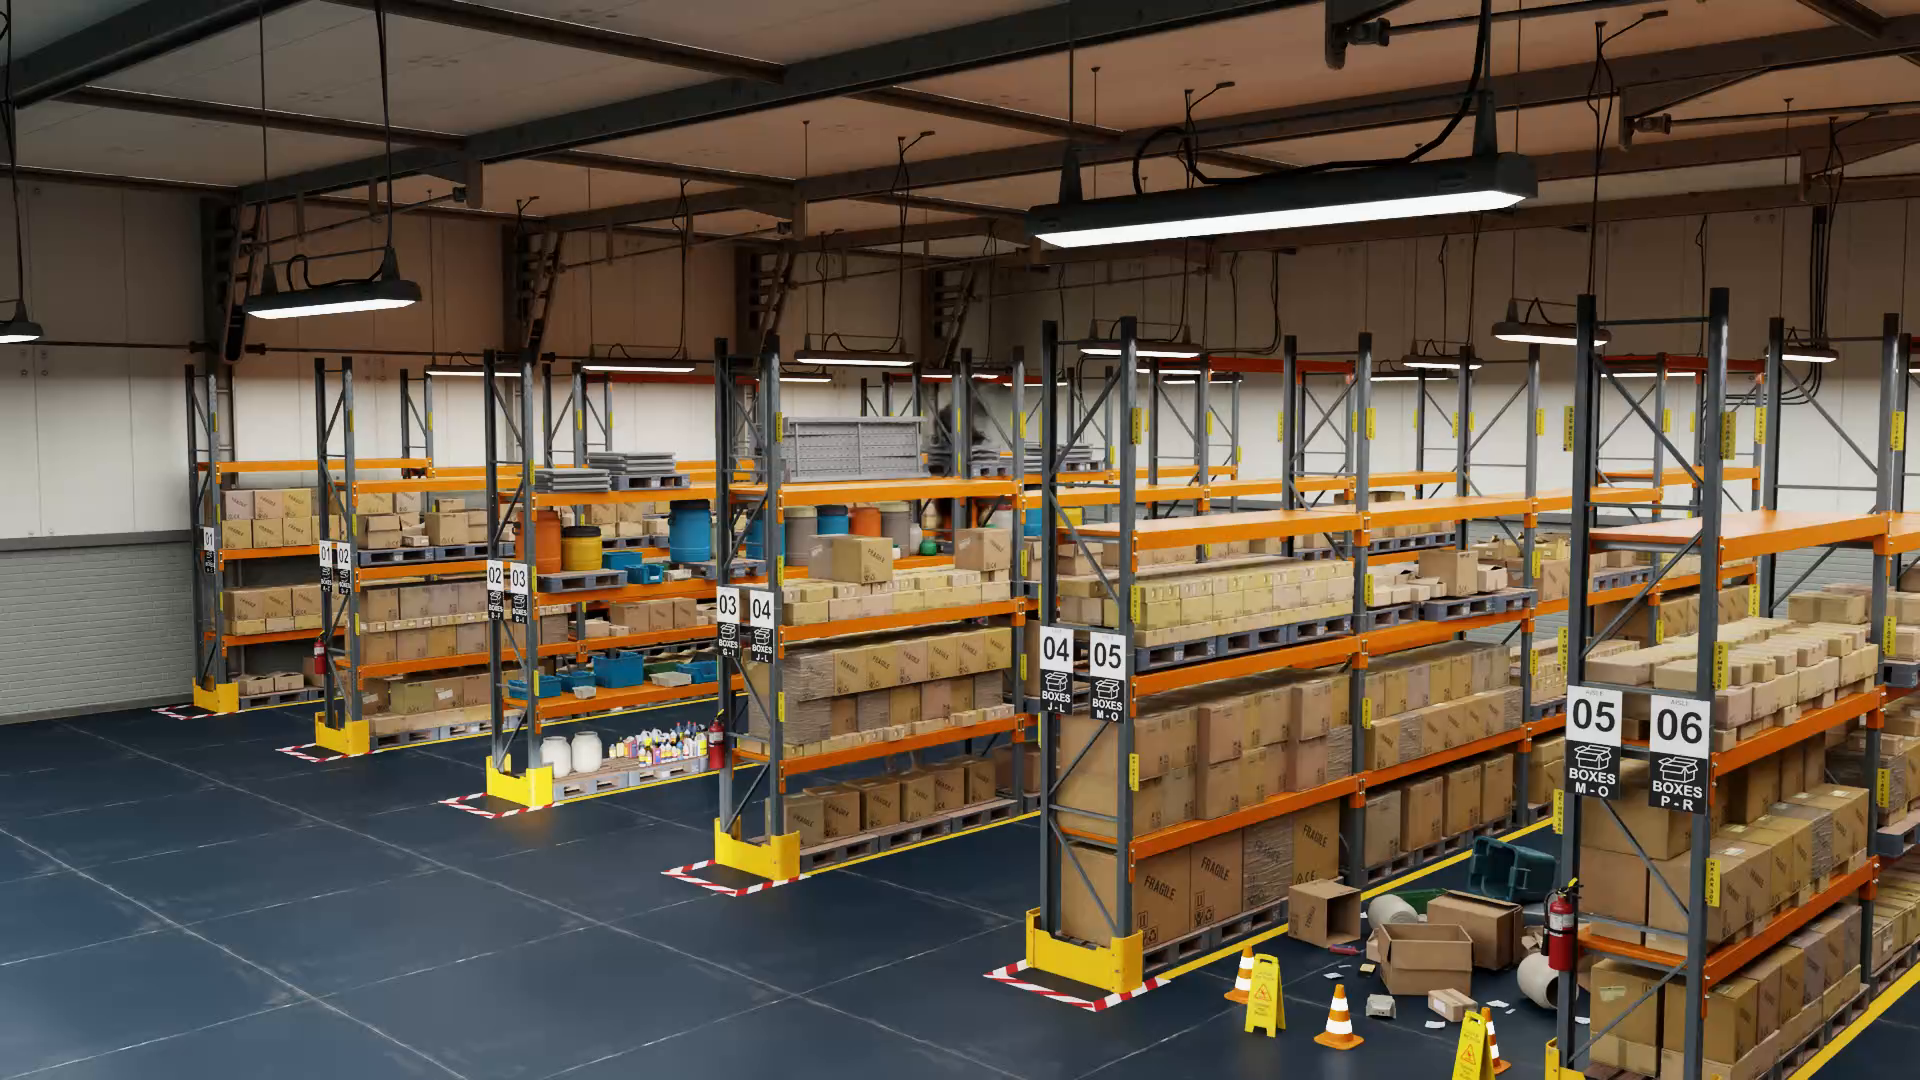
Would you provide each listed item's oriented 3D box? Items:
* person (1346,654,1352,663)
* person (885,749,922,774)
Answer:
[{"bbox_3d":[5.757,2.480,24.455,0.578,1.620,0.567,3,6,38],"label":"person"},{"bbox_3d":[-0.825,2.514,23.476,0.631,1.797,0.767,3,5,31],"label":"person"}]
